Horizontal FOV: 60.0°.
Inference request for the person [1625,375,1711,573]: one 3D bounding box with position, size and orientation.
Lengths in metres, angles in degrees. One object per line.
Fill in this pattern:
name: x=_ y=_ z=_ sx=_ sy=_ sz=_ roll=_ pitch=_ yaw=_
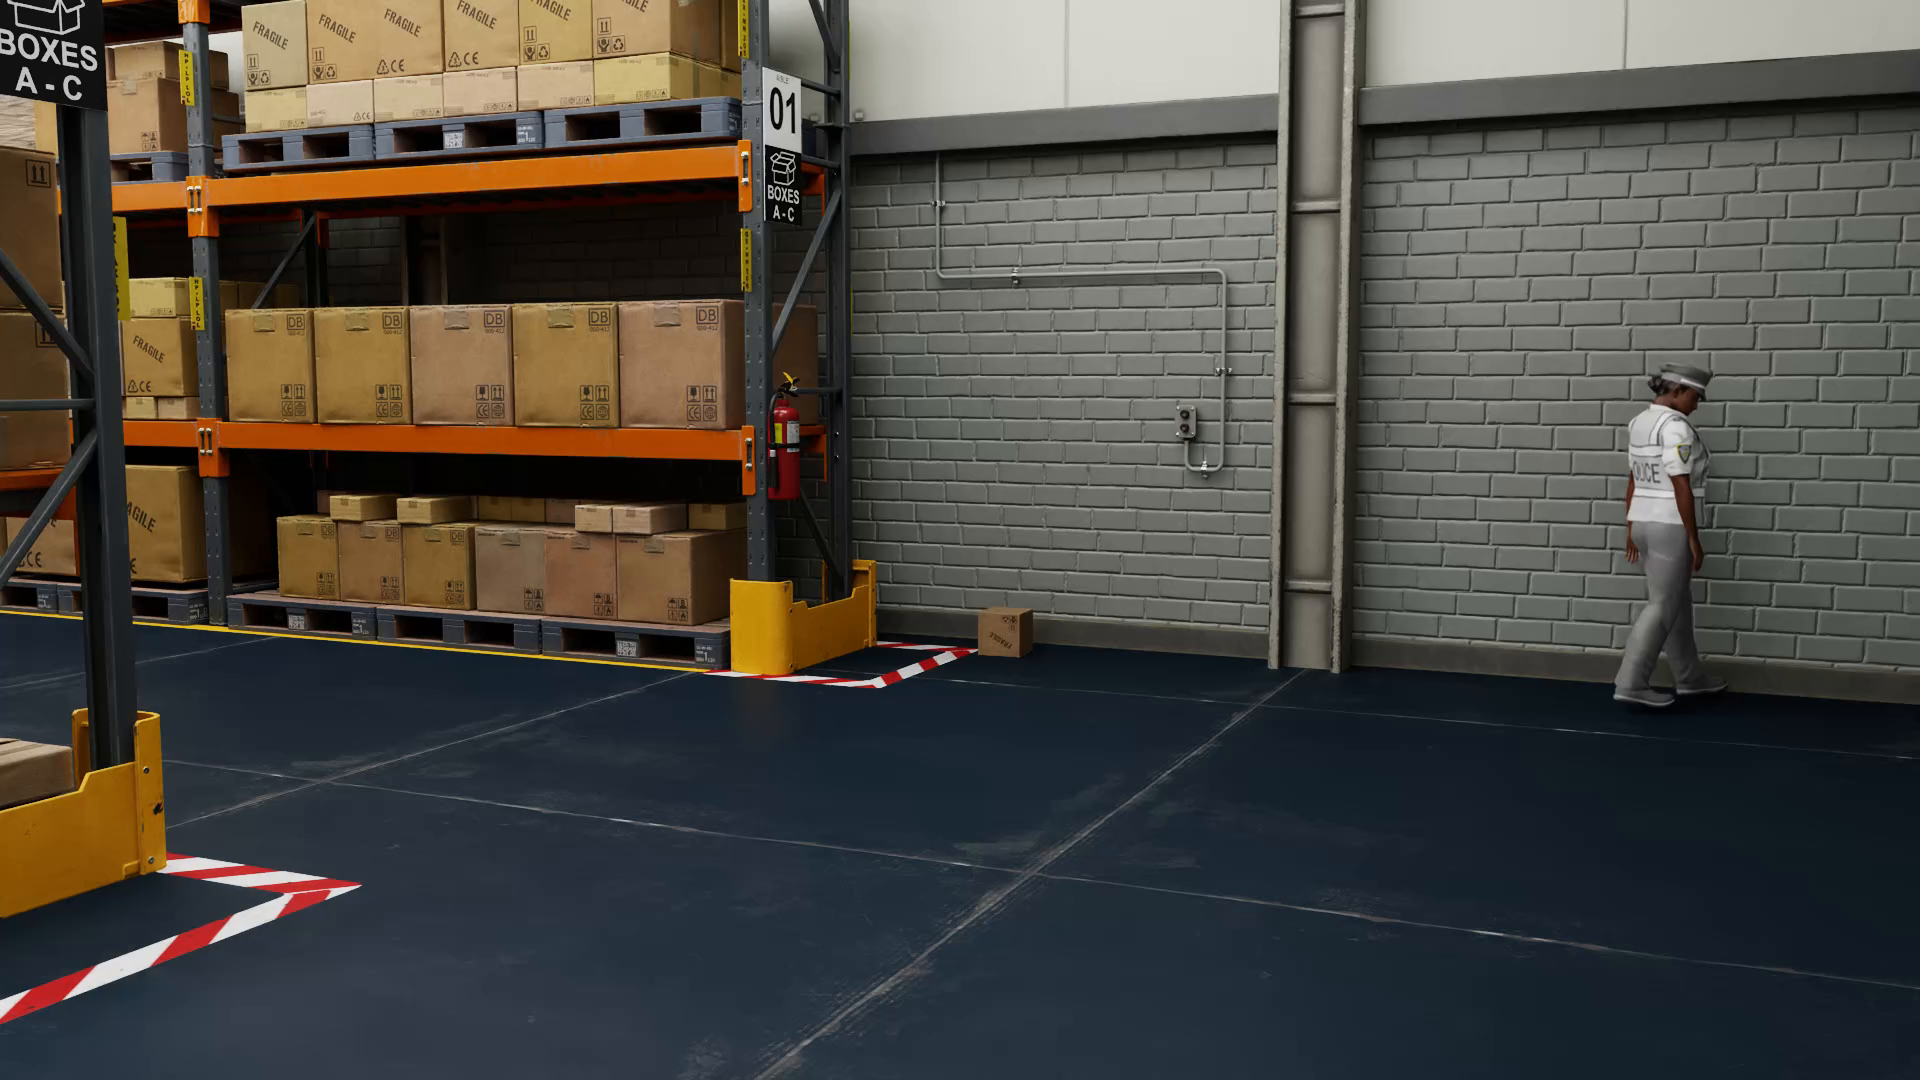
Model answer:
person: x=3.393 y=-0.346 z=7.947 sx=0.329 sy=0.975 sz=0.496 roll=-1 pitch=6 yaw=-6
